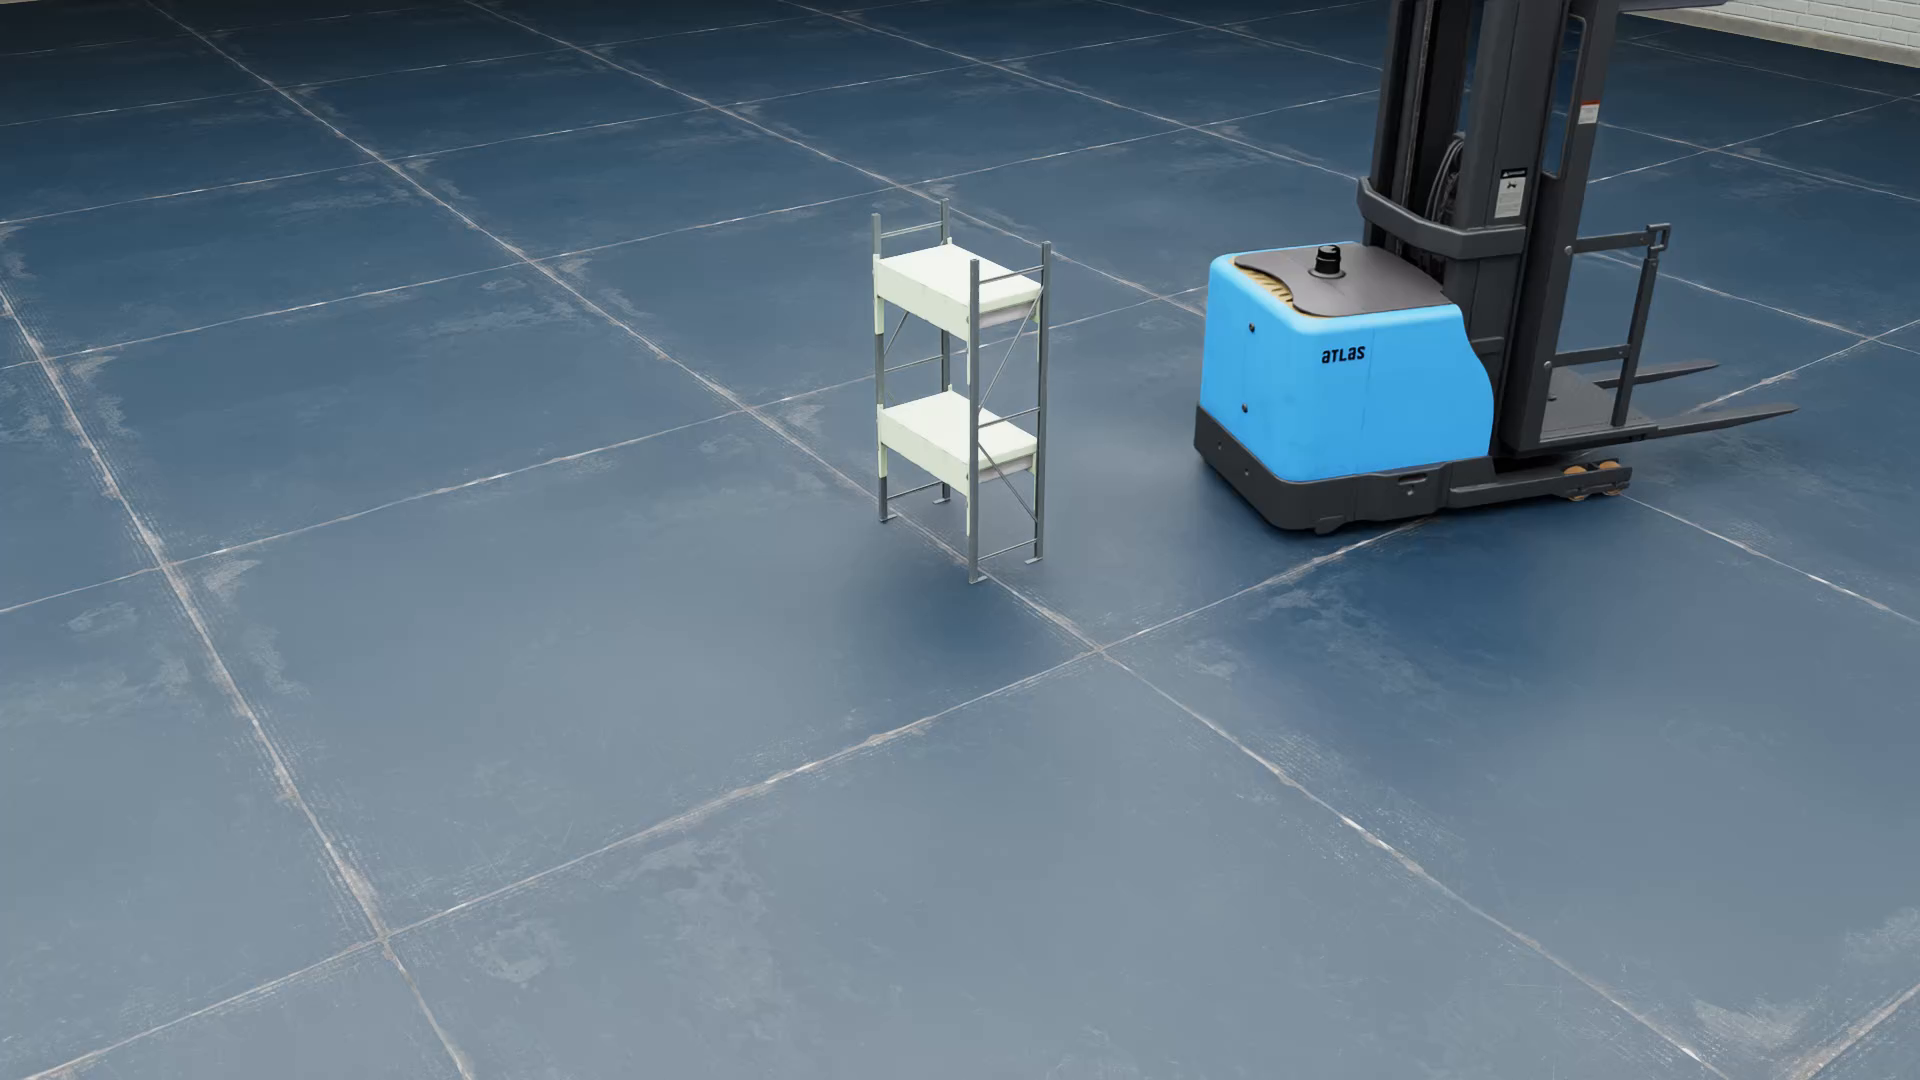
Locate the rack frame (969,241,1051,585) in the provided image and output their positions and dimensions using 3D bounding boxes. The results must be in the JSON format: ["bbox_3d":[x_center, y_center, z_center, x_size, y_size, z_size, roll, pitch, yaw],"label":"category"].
[{"bbox_3d":[0.208,-0.519,7.135,0.400,1.500,0.023,-19,34,-31],"label":"rack frame"}]

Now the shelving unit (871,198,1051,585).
[{"bbox_3d":[-0.004,-0.662,7.397,0.431,1.500,0.755,-19,34,-31],"label":"shelving unit"}]

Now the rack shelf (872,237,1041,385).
[{"bbox_3d":[-0.004,-1.005,7.211,0.431,0.370,0.720,-19,34,-31],"label":"rack shelf"}]

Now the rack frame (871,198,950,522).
[{"bbox_3d":[-0.216,-0.804,7.659,0.400,1.500,0.023,-19,34,-31],"label":"rack frame"}]

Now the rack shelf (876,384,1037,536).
[{"bbox_3d":[-0.004,-0.375,7.552,0.431,0.370,0.720,-19,34,-31],"label":"rack shelf"}]

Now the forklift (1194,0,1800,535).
[{"bbox_3d":[2.768,-1.709,7.826,3.031,2.935,1.130,-8,30,-15],"label":"forklift"}]
